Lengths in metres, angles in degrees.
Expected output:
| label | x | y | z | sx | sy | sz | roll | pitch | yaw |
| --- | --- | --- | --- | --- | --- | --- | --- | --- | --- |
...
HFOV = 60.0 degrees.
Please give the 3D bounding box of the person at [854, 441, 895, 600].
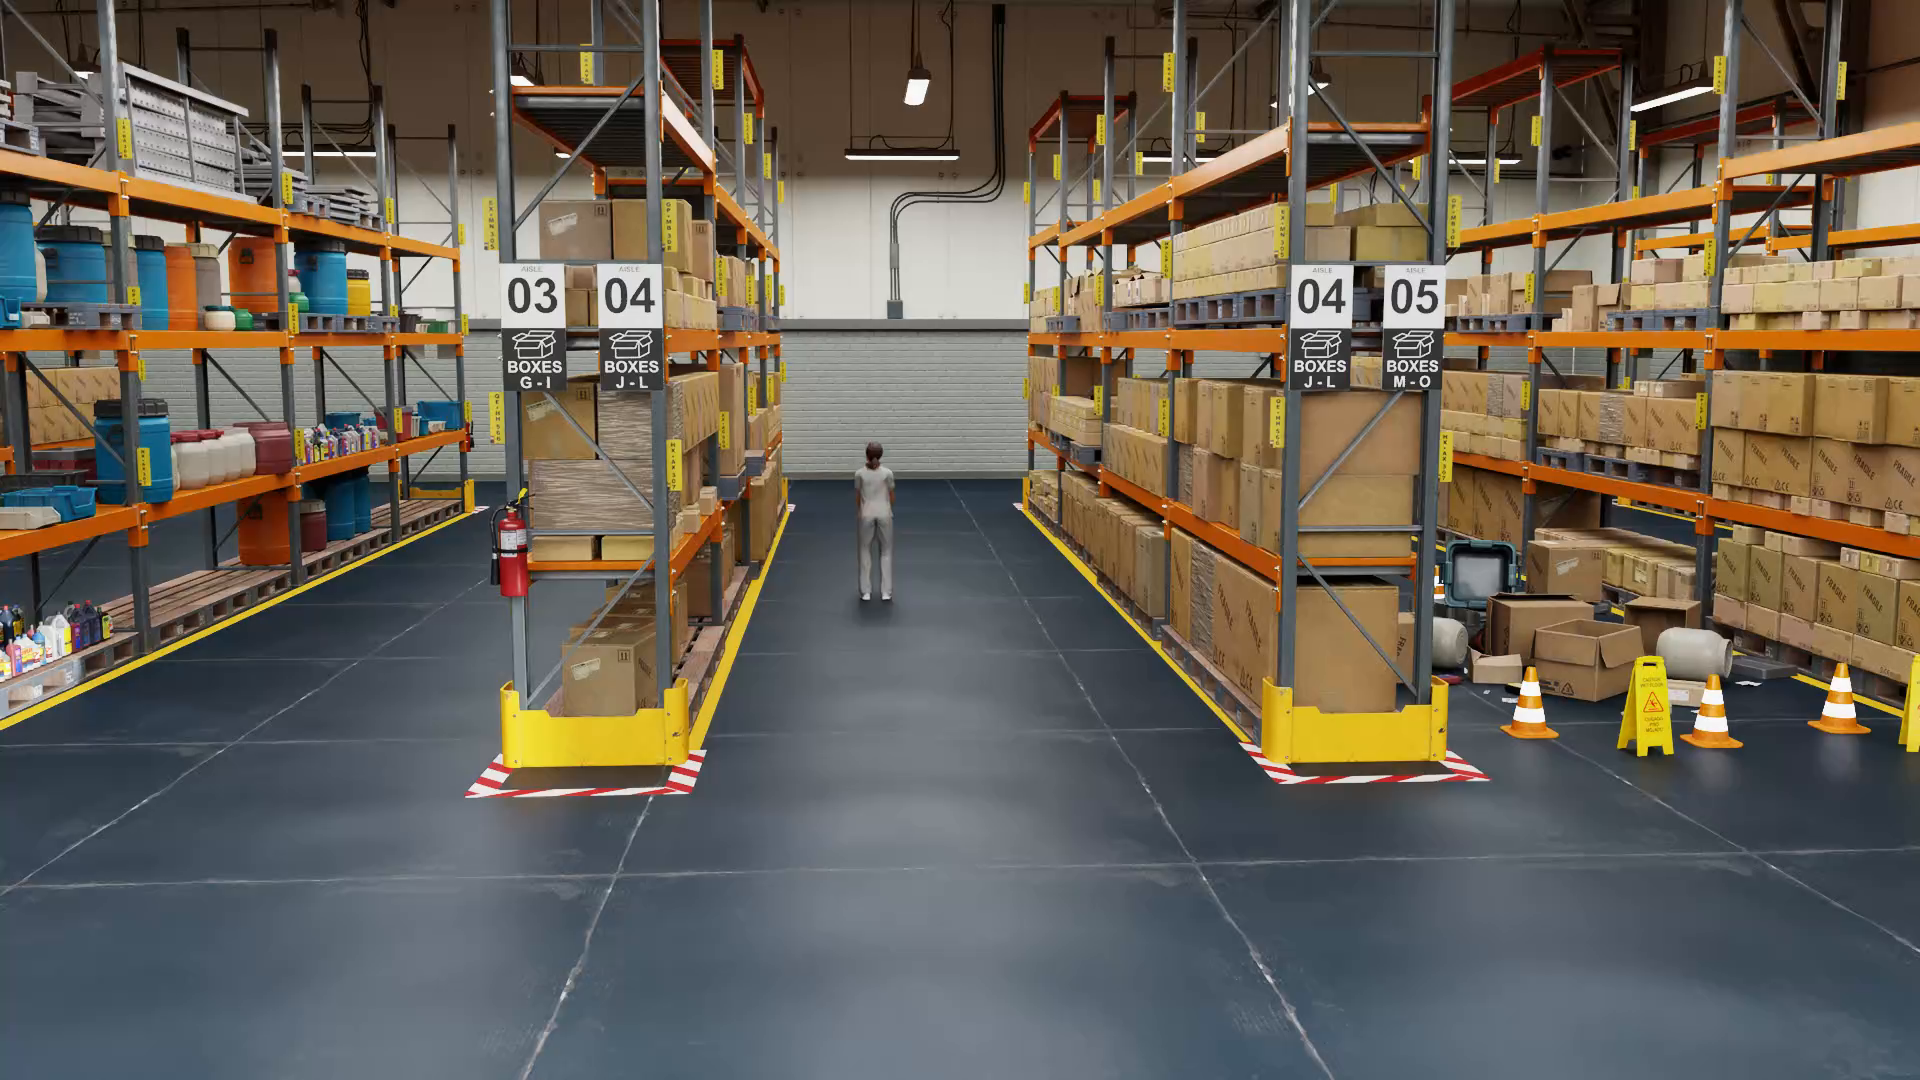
| label | x | y | z | sx | sy | sz | roll | pitch | yaw |
| --- | --- | --- | --- | --- | --- | --- | --- | --- | --- |
| person | -0.900 | -0.211 | 17.545 | 0.435 | 1.666 | 0.525 | 0 | 7 | -4 |
